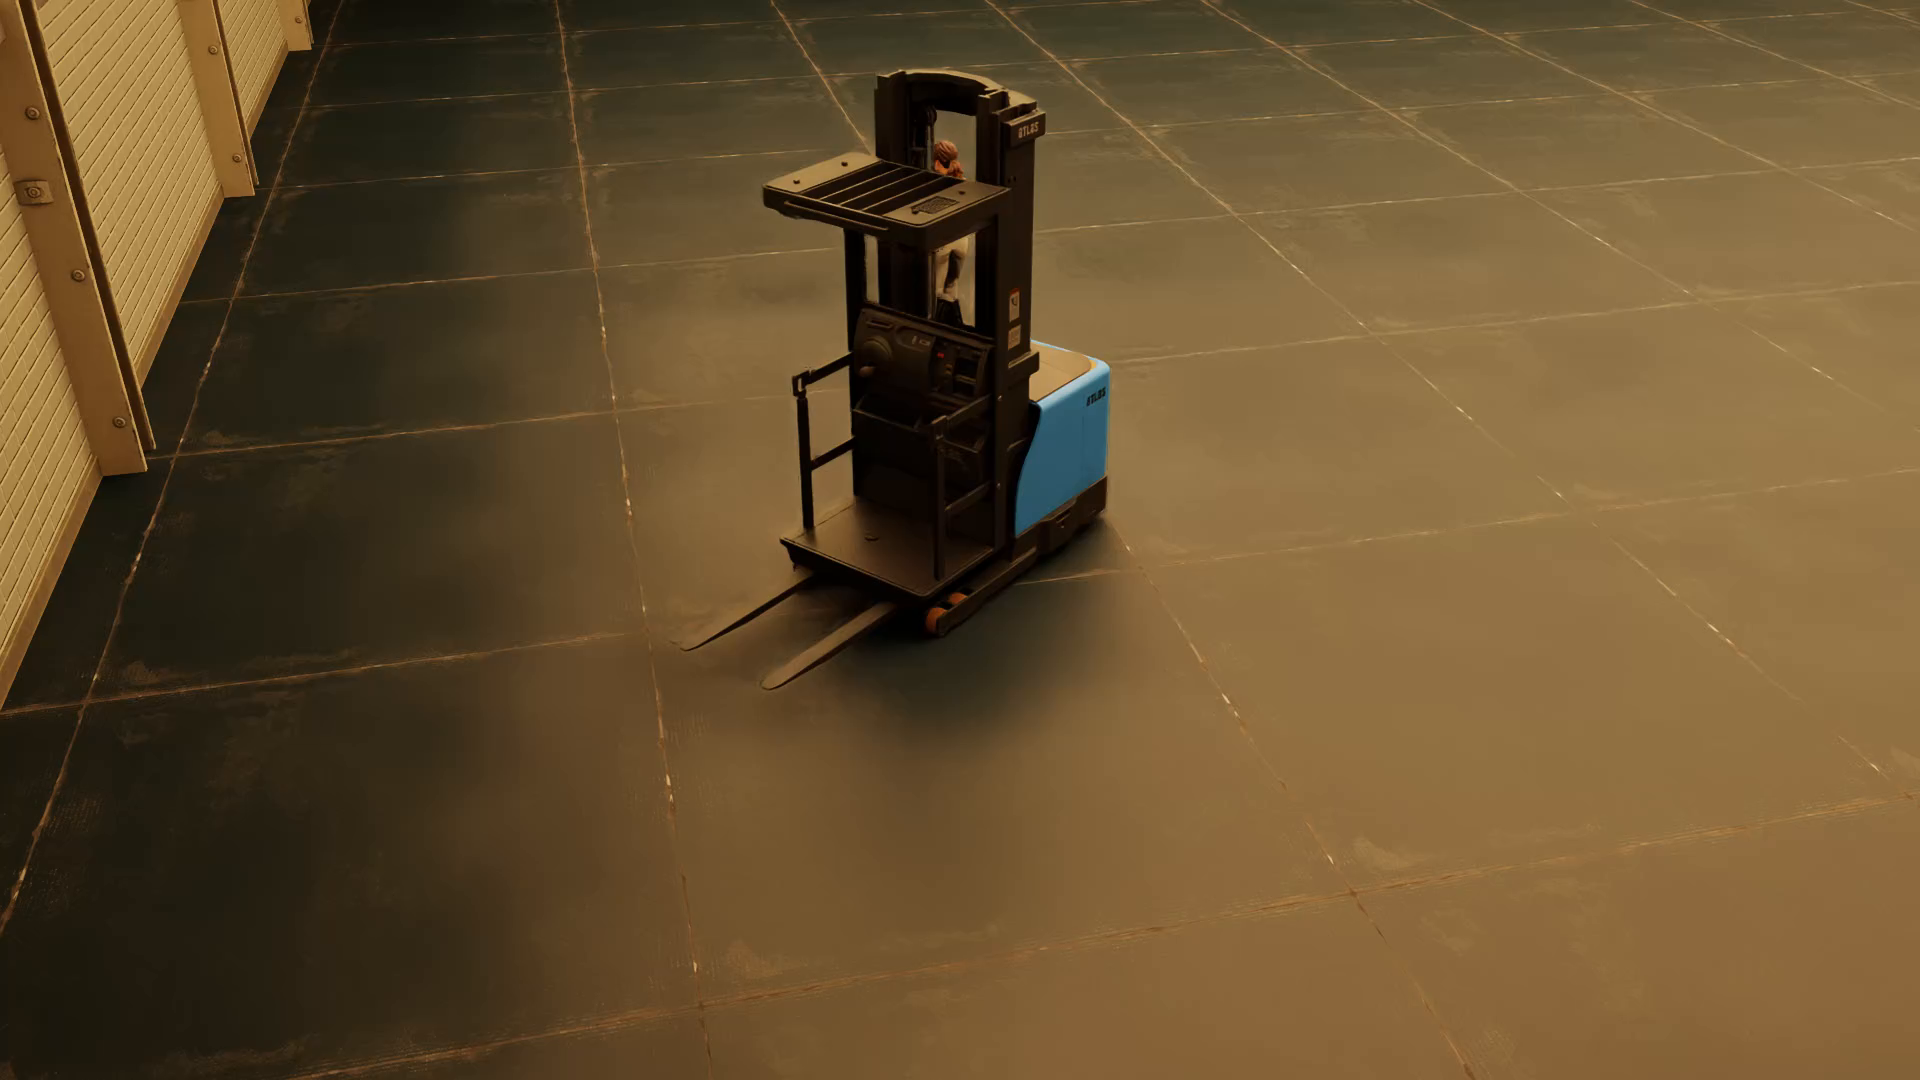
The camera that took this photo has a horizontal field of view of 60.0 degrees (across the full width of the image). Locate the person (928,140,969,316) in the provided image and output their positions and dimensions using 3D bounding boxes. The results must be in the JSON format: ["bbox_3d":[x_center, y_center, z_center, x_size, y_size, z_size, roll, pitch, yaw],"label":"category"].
[{"bbox_3d":[-0.092,-2.265,12.780,0.857,1.657,0.735,-11,32,-19],"label":"person"}]

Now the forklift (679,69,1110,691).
[{"bbox_3d":[-0.351,-0.995,9.294,1.130,2.935,3.031,21,36,32],"label":"forklift"}]
